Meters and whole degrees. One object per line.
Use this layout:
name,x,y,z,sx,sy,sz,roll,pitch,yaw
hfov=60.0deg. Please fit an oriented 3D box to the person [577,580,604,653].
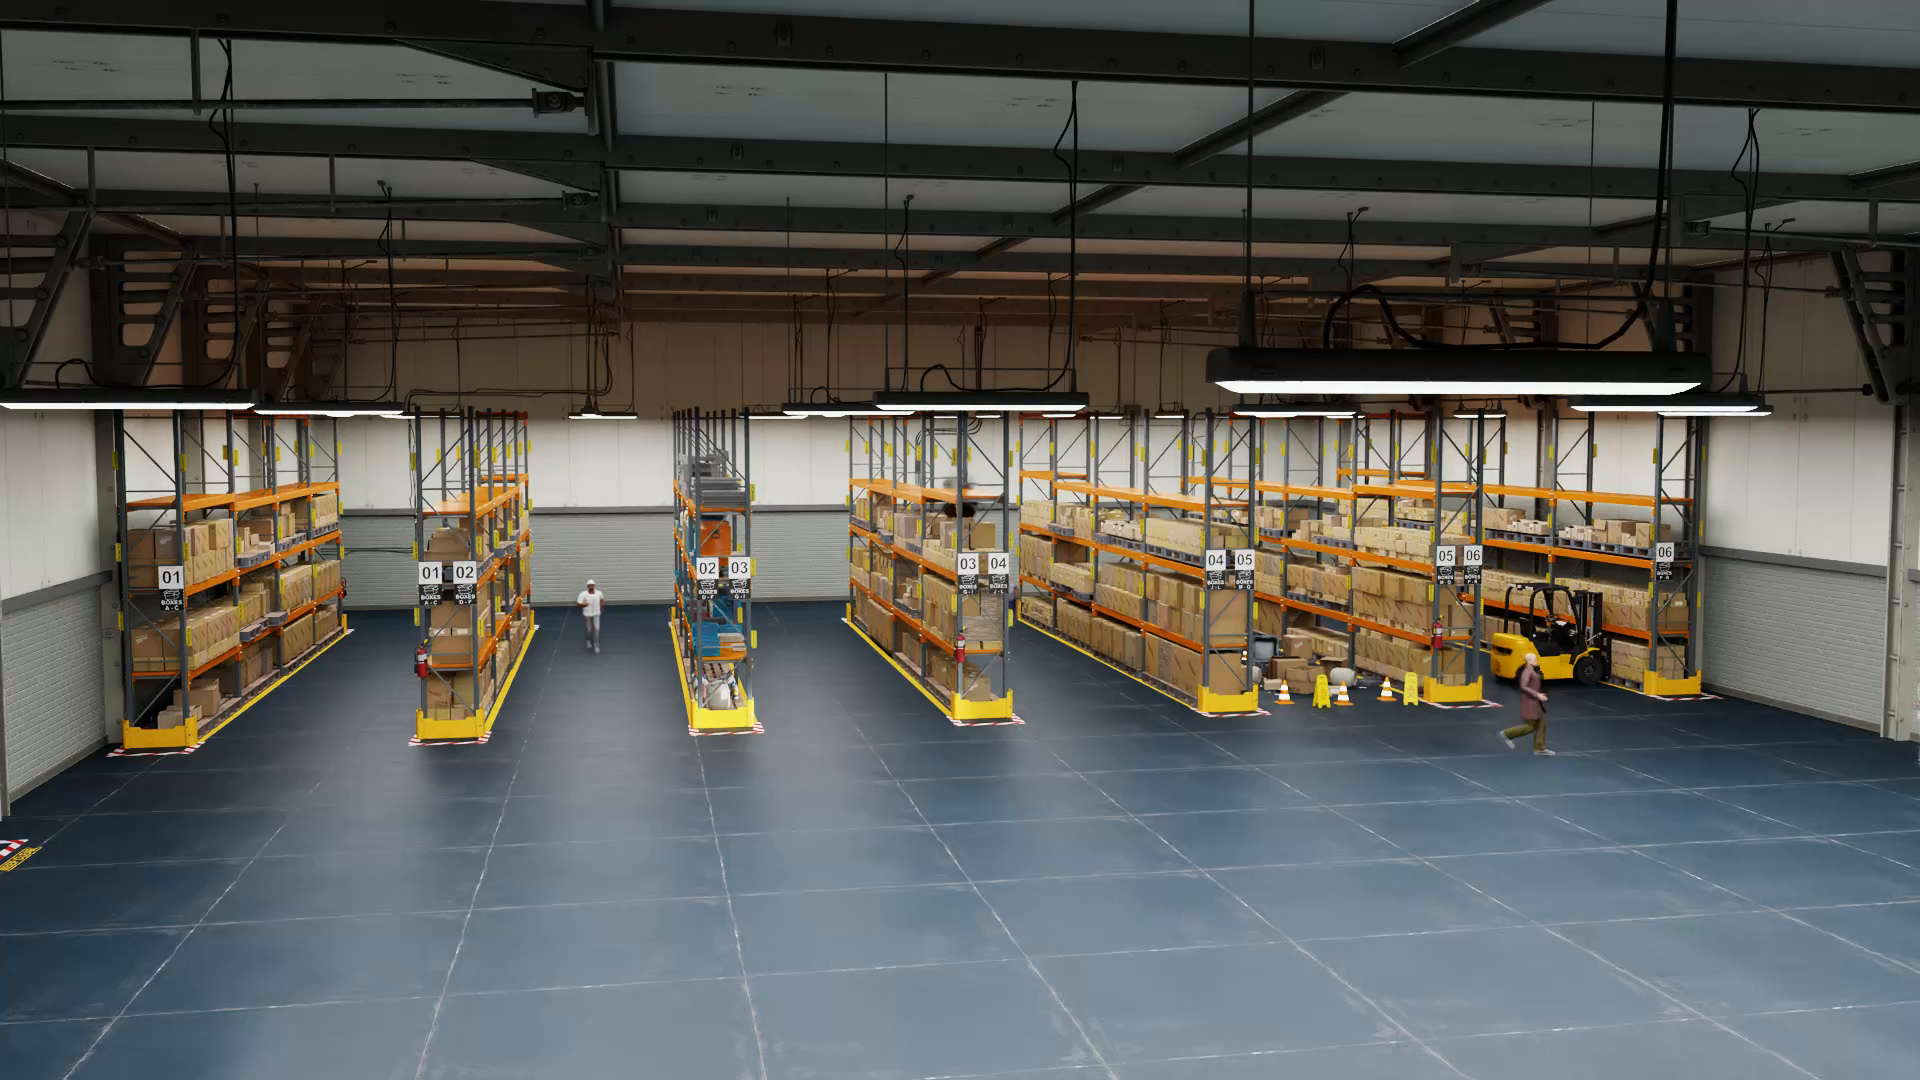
person,-9.160,1.878,41.322,0.692,1.786,0.918,-2,4,-21

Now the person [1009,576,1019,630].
person,1.320,1.745,44.712,0.643,1.598,0.676,-1,4,-14

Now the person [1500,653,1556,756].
person,9.755,2.812,28.499,0.920,1.738,0.720,2,5,28
